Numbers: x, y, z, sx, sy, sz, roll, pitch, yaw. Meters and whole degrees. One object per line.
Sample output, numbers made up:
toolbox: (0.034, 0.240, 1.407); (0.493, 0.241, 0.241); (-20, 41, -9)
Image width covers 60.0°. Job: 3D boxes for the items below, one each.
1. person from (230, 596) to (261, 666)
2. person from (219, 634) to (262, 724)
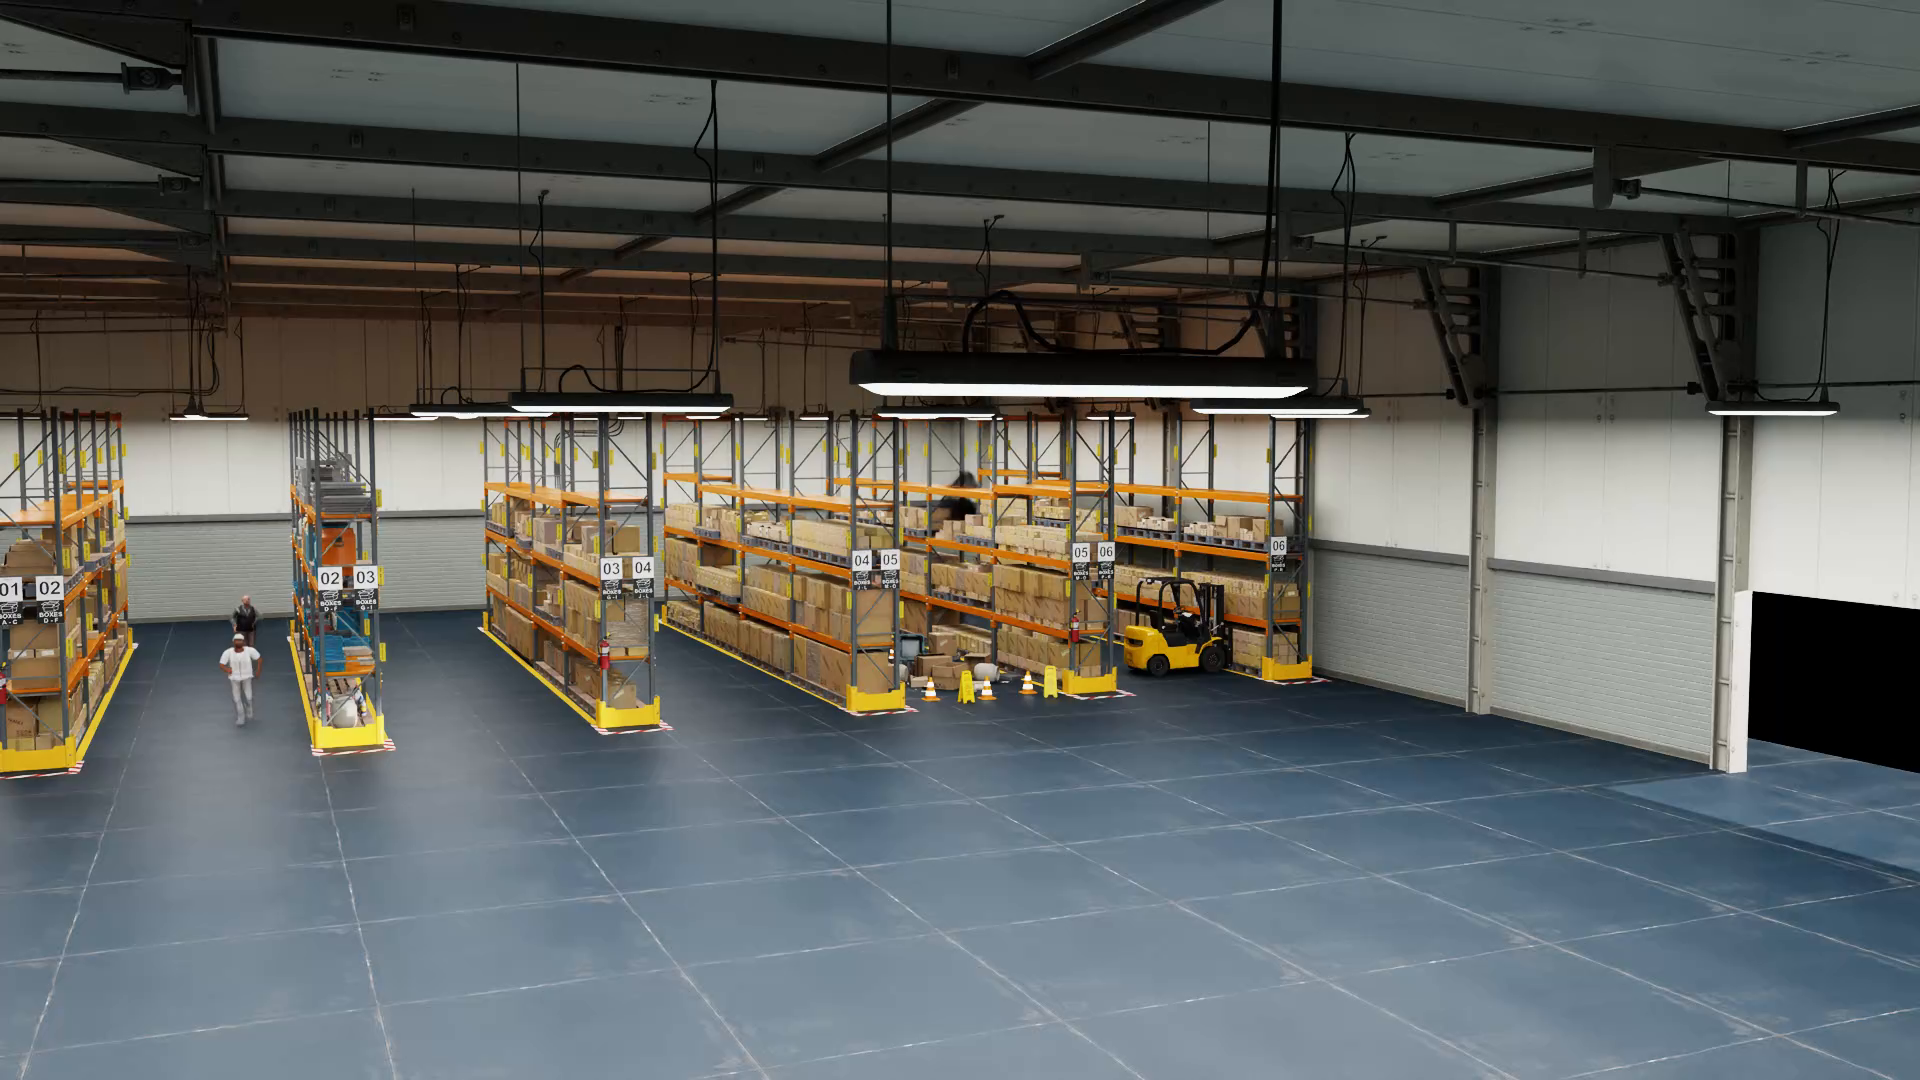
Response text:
person: (-16.778, 2.161, 39.103); (0.667, 1.653, 0.583); (-3, 5, -34)
person: (-13.663, 2.639, 31.584); (0.756, 1.730, 0.558); (-2, 4, -22)
